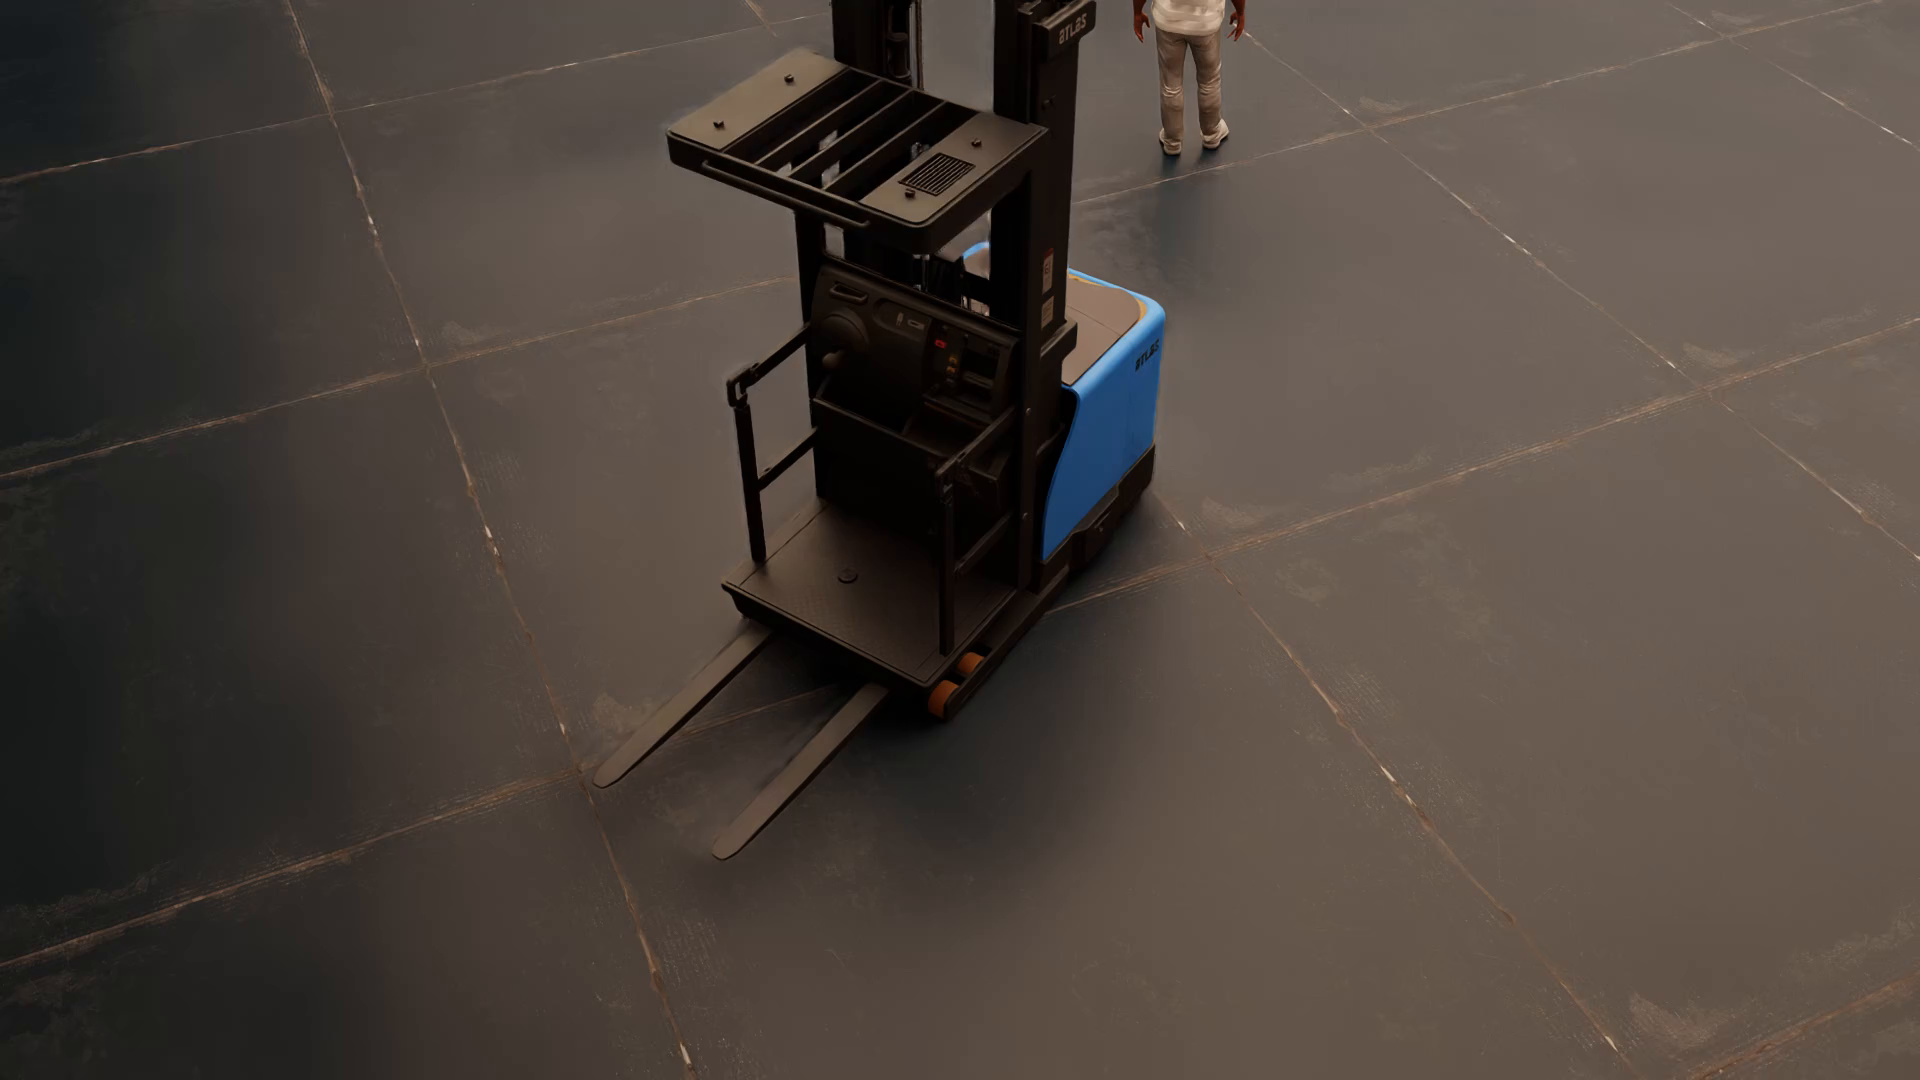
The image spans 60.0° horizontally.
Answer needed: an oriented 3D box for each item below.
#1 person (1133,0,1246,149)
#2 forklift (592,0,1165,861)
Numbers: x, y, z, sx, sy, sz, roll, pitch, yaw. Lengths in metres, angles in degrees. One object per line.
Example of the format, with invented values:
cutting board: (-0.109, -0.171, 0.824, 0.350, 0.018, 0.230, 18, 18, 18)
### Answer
person: (1.347, -3.098, 9.799, 0.666, 1.706, 0.420, 6, 43, 7)
forklift: (-0.315, -0.691, 6.420, 1.130, 2.935, 3.031, 25, 48, 24)
